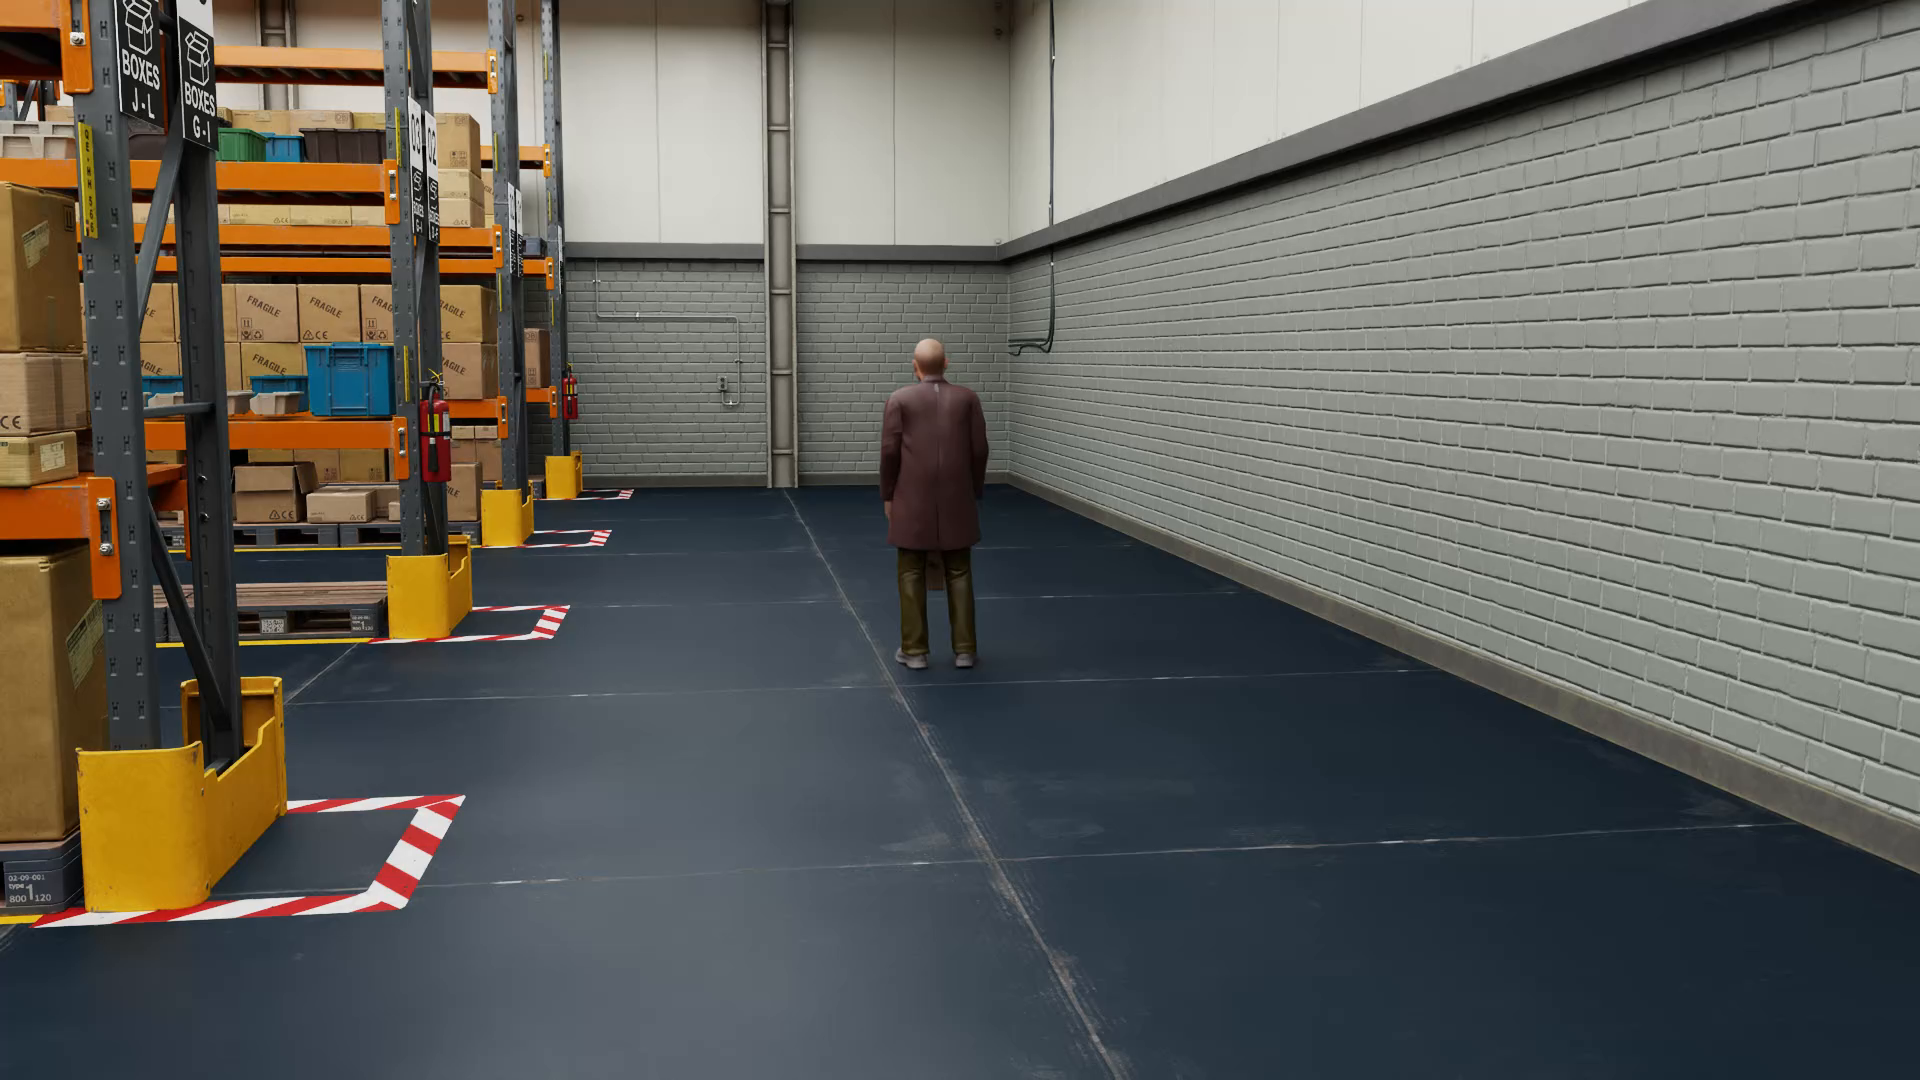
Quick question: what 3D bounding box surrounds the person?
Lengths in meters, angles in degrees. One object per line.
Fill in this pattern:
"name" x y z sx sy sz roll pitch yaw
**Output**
"person" -0.163 -0.195 9.039 0.648 1.772 0.429 -1 6 -12
